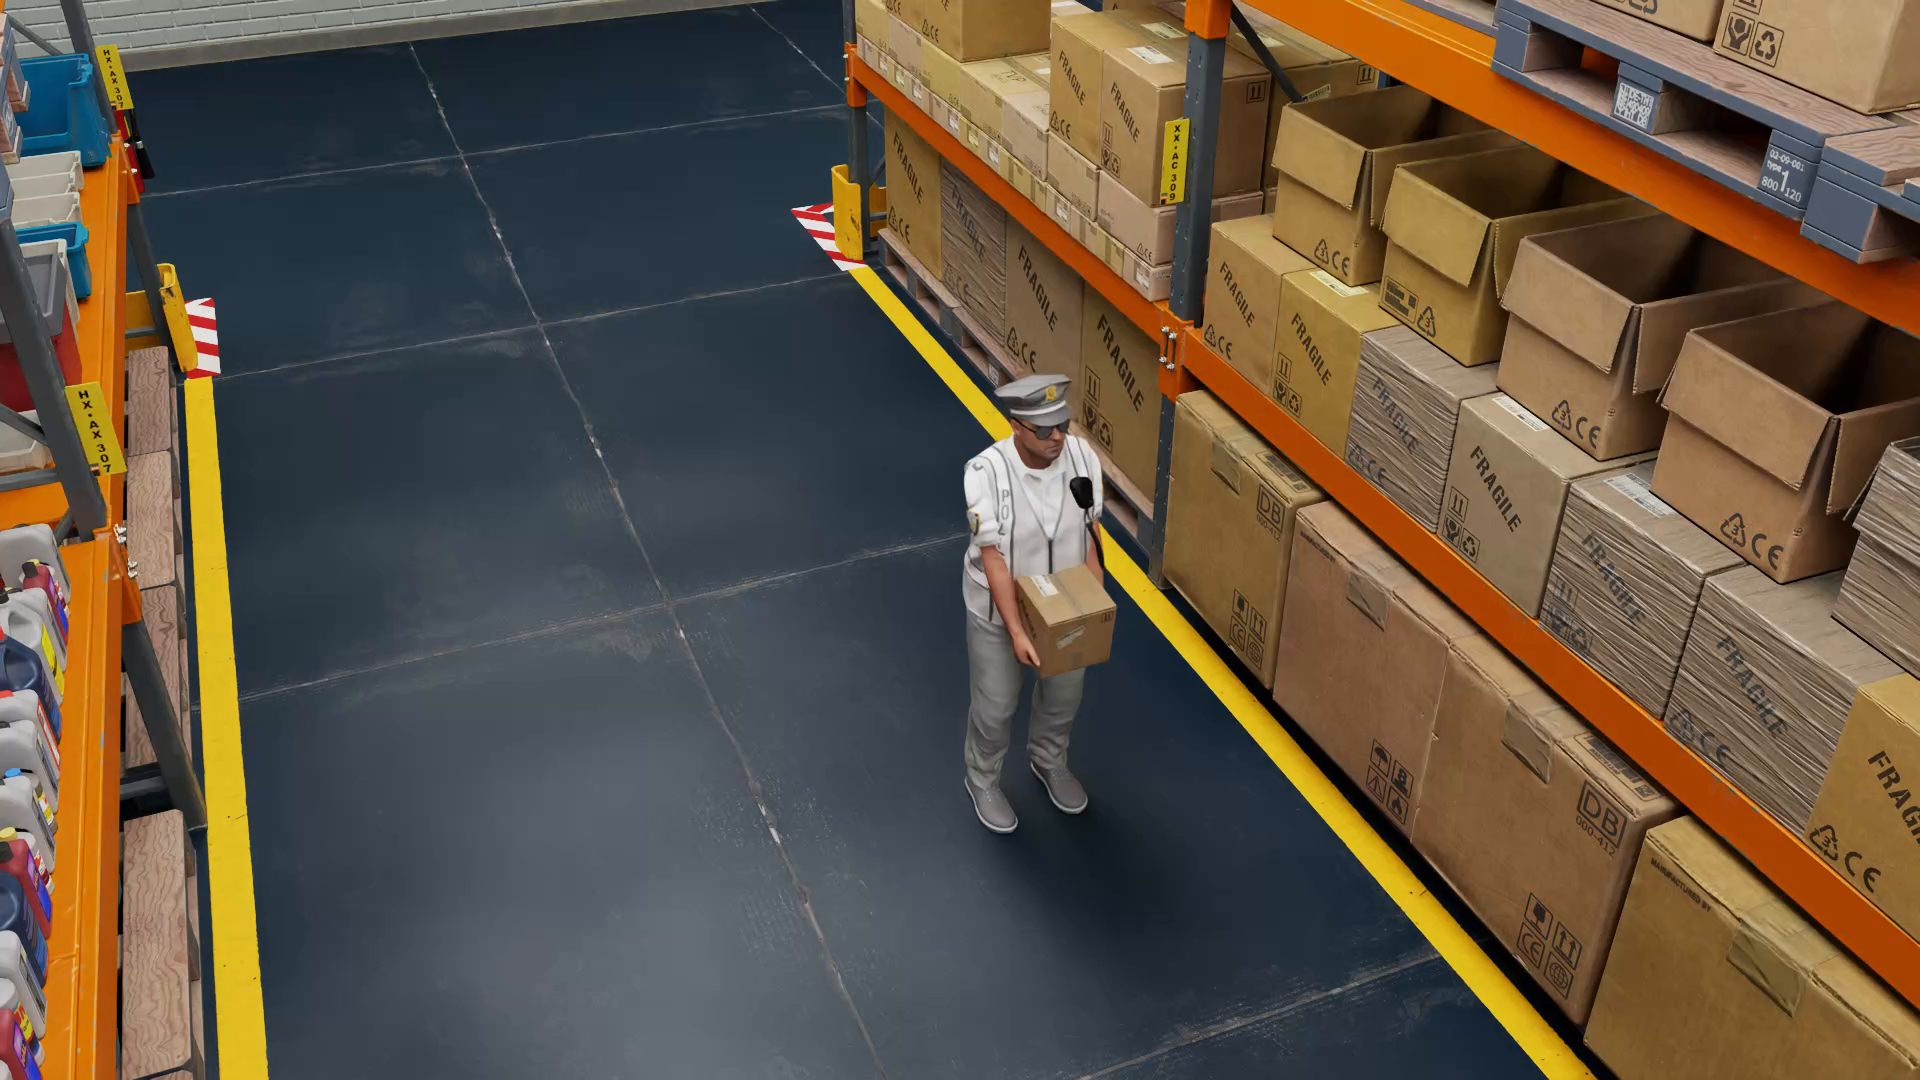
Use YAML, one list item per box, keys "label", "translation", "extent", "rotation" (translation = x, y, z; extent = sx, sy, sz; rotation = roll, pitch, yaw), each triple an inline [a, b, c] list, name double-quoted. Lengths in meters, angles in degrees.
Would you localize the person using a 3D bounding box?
- label: "person"
  translation: [0.277, 0.249, 5.741]
  extent: [0.494, 1.767, 0.565]
  rotation: [-13, 35, -19]
